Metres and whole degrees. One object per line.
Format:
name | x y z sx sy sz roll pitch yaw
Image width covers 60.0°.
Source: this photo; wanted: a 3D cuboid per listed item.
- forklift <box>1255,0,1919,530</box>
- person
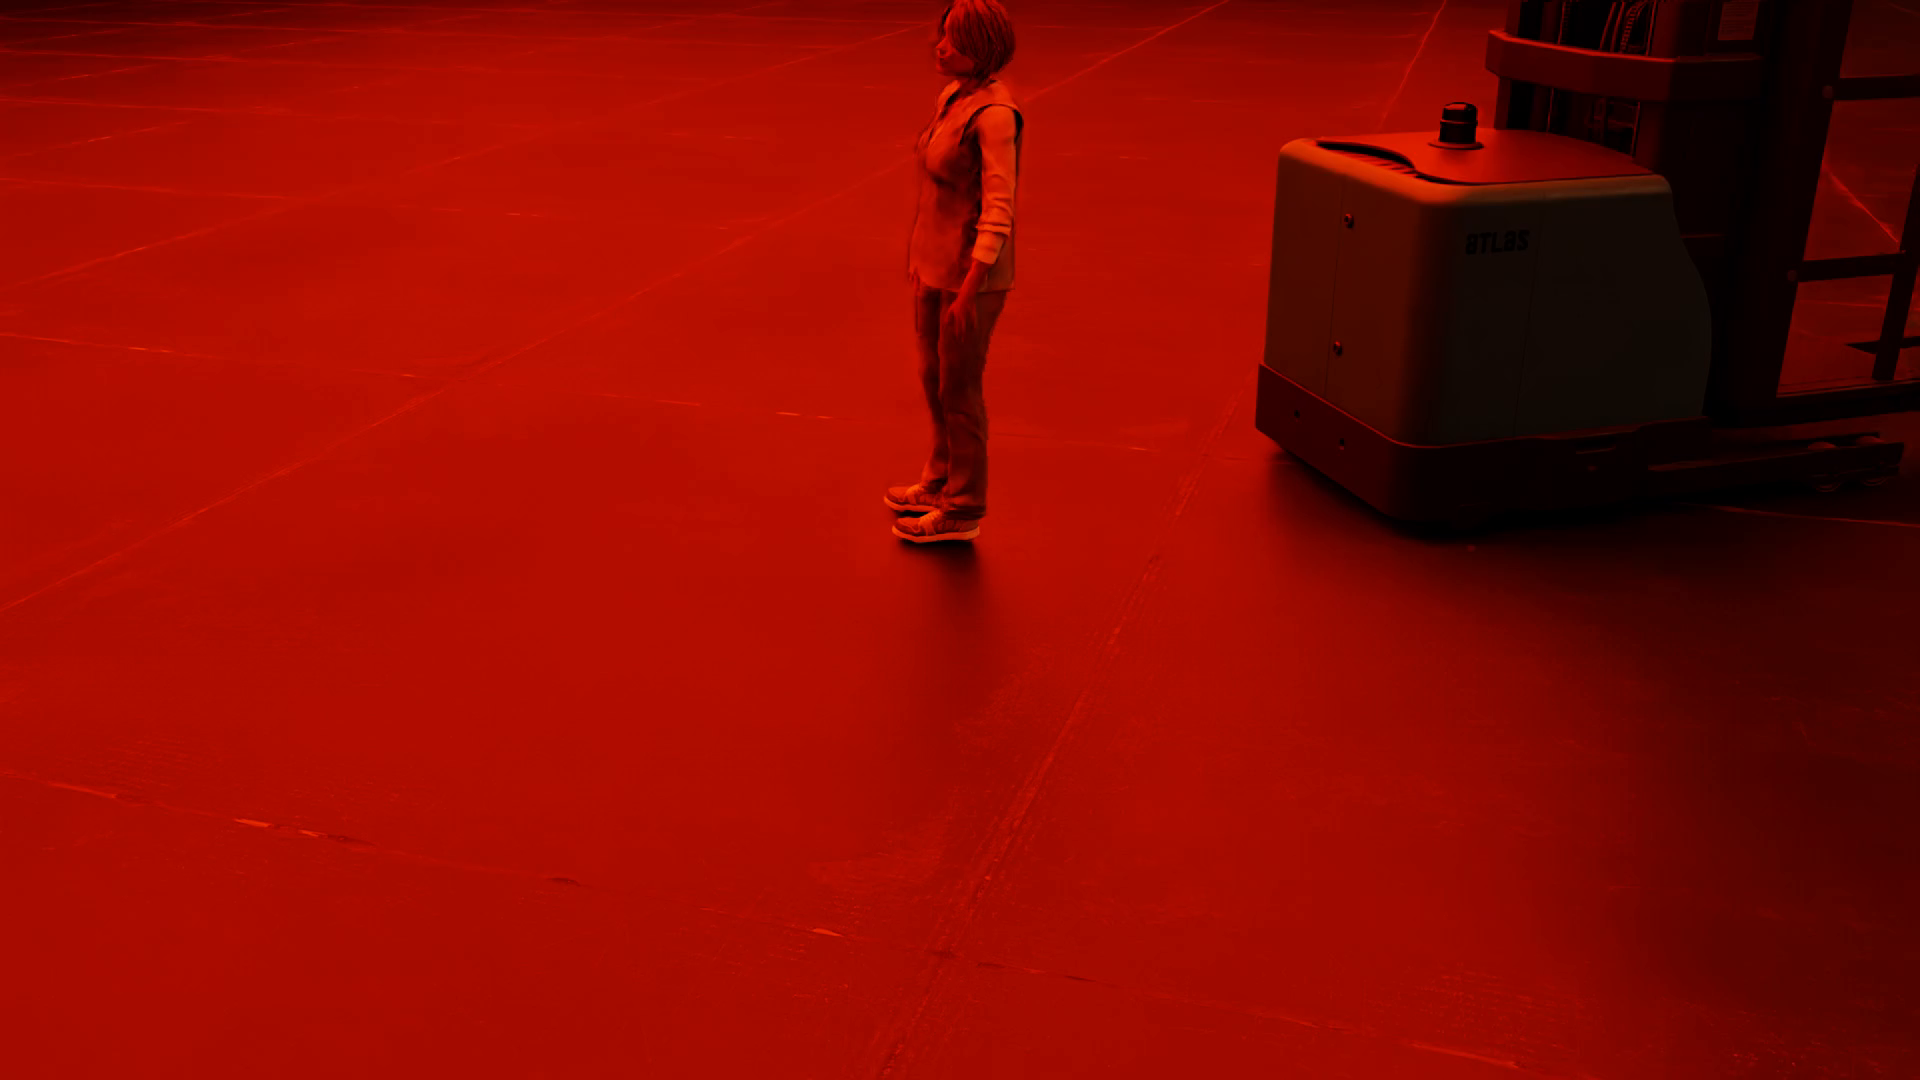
forklift | 2.622 -1.697 5.390 3.031 2.935 1.130 -7 23 -16
person | -0.037 -0.759 4.859 0.358 1.599 0.617 -7 23 -16
